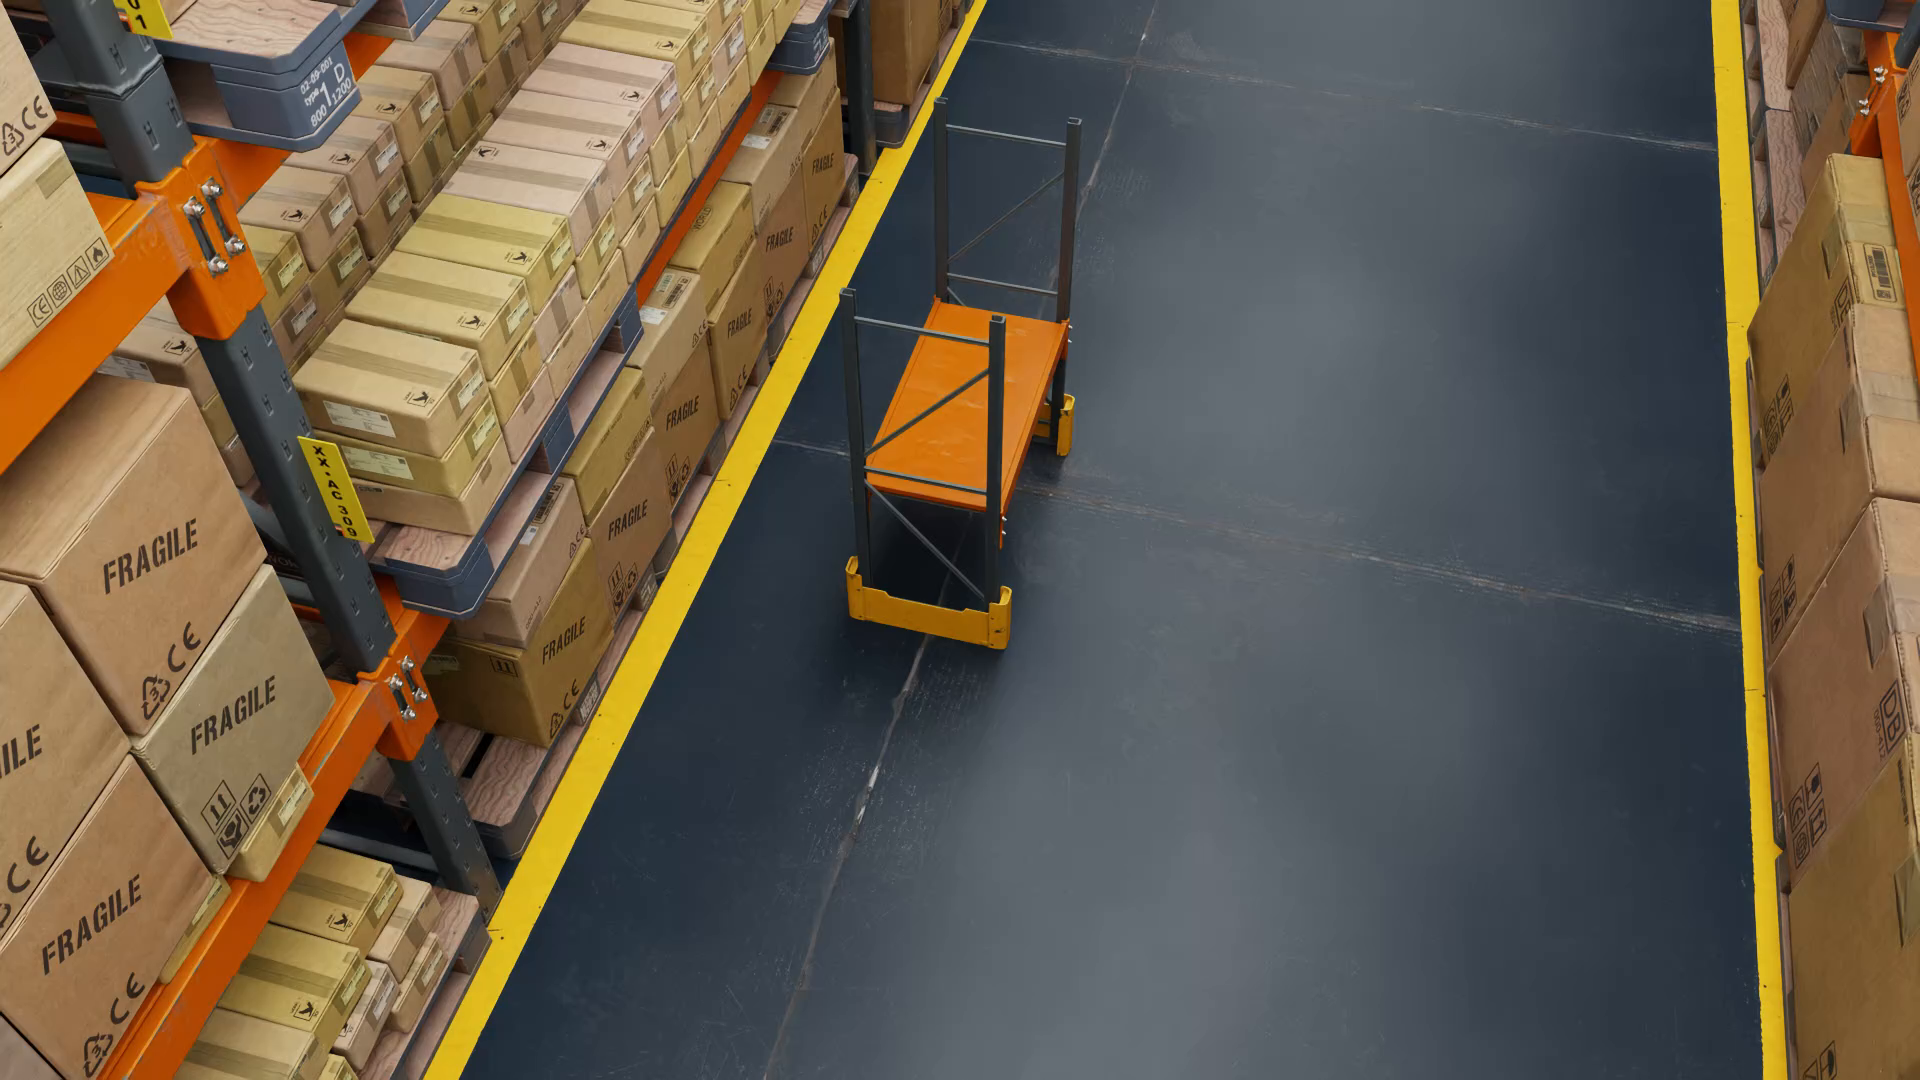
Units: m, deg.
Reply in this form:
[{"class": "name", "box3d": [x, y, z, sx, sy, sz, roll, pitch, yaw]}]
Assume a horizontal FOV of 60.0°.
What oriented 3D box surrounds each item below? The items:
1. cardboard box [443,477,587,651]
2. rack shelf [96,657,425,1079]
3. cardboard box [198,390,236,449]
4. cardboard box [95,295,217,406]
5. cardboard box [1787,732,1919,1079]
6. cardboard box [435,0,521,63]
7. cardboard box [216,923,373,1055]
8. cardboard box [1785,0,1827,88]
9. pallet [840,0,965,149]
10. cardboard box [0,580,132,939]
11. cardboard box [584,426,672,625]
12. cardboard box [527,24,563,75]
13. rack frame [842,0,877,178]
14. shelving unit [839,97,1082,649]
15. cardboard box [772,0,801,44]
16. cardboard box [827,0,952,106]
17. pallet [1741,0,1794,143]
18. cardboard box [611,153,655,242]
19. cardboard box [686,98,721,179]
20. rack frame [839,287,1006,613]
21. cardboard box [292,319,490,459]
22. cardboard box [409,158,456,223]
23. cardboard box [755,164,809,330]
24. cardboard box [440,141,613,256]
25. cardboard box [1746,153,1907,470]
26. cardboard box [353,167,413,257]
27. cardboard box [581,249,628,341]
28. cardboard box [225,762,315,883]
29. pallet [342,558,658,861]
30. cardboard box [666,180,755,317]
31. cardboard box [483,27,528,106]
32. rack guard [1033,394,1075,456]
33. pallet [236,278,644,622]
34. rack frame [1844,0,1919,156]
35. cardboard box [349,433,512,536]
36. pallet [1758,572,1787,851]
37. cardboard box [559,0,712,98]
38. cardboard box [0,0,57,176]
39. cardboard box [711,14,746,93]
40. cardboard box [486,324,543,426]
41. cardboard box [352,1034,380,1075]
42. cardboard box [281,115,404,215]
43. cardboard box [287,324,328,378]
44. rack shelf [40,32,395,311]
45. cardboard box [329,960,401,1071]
[{"class": "cardboard box", "box3d": [-1.491, 0.032, 5.108, 0.500, 0.250, 0.500, 10, 49, 8]}, {"class": "rack shelf", "box3d": [-2.466, 1.759, 3.177, 1.077, 0.370, 4.000, 12, 50, 10]}, {"class": "cardboard box", "box3d": [-2.026, -0.407, 4.297, 0.380, 0.149, 0.250, 13, 50, 11]}, {"class": "cardboard box", "box3d": [-2.023, -0.507, 4.188, 0.380, 0.149, 0.250, 14, 50, 12]}, {"class": "cardboard box", "box3d": [2.968, 1.223, 4.307, 1.225, 0.875, 0.875, 12, 50, 10]}, {"class": "cardboard box", "box3d": [-1.609, -1.645, 5.192, 0.380, 0.149, 0.250, 11, 49, 10]}, {"class": "cardboard box", "box3d": [-1.811, 1.183, 4.430, 0.380, 0.149, 0.250, 12, 50, 11]}, {"class": "cardboard box", "box3d": [4.305, -2.389, 7.732, 0.700, 0.500, 0.500, 15, 50, 13]}, {"class": "pallet", "box3d": [-0.607, -2.452, 8.273, 1.003, 0.211, 1.213, 12, 50, 10]}, {"class": "cardboard box", "box3d": [-1.934, 0.380, 2.982, 0.500, 0.500, 0.500, 10, 49, 9]}, {"class": "cardboard box", "box3d": [-1.352, -0.103, 5.727, 0.500, 0.500, 0.500, 14, 50, 12]}, {"class": "cardboard box", "box3d": [-1.547, -1.632, 5.577, 0.380, 0.149, 0.250, 12, 50, 11]}, {"class": "rack frame", "box3d": [-0.887, -2.819, 6.737, 1.000, 3.000, 0.127, 12, 50, 10]}, {"class": "shelving unit", "box3d": [0.020, -0.551, 5.736, 0.587, 1.500, 1.083, 12, 50, 10]}, {"class": "cardboard box", "box3d": [-0.777, -1.882, 5.798, 0.380, 0.149, 0.250, 11, 49, 10]}, {"class": "cardboard box", "box3d": [-0.640, -2.636, 7.796, 1.050, 0.750, 0.750, 11, 49, 10]}, {"class": "pallet", "box3d": [4.401, -2.289, 8.129, 1.003, 0.211, 1.213, 12, 50, 10]}, {"class": "cardboard box", "box3d": [-1.122, -1.033, 4.850, 0.380, 0.149, 0.250, 13, 50, 12]}, {"class": "cardboard box", "box3d": [-0.985, -1.303, 5.287, 0.380, 0.149, 0.250, 10, 49, 8]}, {"class": "rack frame", "box3d": [-0.111, -0.190, 5.418, 0.500, 1.500, 0.032, 12, 50, 10]}, {"class": "cardboard box", "box3d": [-1.393, -0.373, 4.069, 0.380, 0.149, 0.250, 14, 50, 12]}, {"class": "cardboard box", "box3d": [-1.757, -1.059, 5.072, 0.380, 0.149, 0.250, 10, 49, 8]}, {"class": "cardboard box", "box3d": [-0.948, -1.228, 6.721, 0.500, 0.500, 0.500, 13, 50, 12]}, {"class": "cardboard box", "box3d": [-1.187, -0.941, 4.570, 0.380, 0.149, 0.250, 11, 49, 10]}, {"class": "cardboard box", "box3d": [3.670, -0.708, 6.011, 1.225, 0.875, 0.875, 9, 49, 8]}, {"class": "cardboard box", "box3d": [-1.822, -0.975, 4.799, 0.380, 0.149, 0.250, 10, 49, 9]}, {"class": "cardboard box", "box3d": [-1.189, -0.739, 4.789, 0.380, 0.149, 0.250, 12, 50, 10]}, {"class": "cardboard box", "box3d": [-1.752, 0.618, 3.872, 0.380, 0.149, 0.250, 10, 49, 9]}, {"class": "pallet", "box3d": [-1.736, 0.434, 5.727, 1.003, 0.211, 1.213, 12, 50, 10]}, {"class": "cardboard box", "box3d": [-1.086, -1.101, 6.108, 0.500, 0.250, 0.500, 13, 50, 11]}, {"class": "cardboard box", "box3d": [-1.613, -1.536, 5.294, 0.380, 0.149, 0.250, 13, 50, 11]}, {"class": "rack guard", "box3d": [0.151, -0.498, 6.523, 0.587, 0.250, 0.087, 12, 50, 10]}, {"class": "pallet", "box3d": [-1.598, -0.386, 4.718, 1.003, 0.211, 1.213, 12, 50, 10]}, {"class": "rack frame", "box3d": [3.871, -1.767, 5.809, 1.000, 3.000, 0.127, 12, 50, 10]}, {"class": "cardboard box", "box3d": [-1.393, -0.176, 4.292, 0.380, 0.149, 0.250, 9, 49, 8]}, {"class": "pallet", "box3d": [3.268, 0.591, 5.588, 1.003, 0.211, 1.213, 12, 50, 10]}, {"class": "cardboard box", "box3d": [-0.986, -1.504, 5.067, 0.380, 0.149, 0.250, 13, 50, 11]}, {"class": "cardboard box", "box3d": [-1.816, -0.650, 2.589, 0.500, 0.250, 0.500, 9, 49, 8]}, {"class": "cardboard box", "box3d": [-0.915, -1.593, 5.344, 0.380, 0.149, 0.250, 13, 50, 11]}, {"class": "cardboard box", "box3d": [-1.326, -0.462, 4.346, 0.380, 0.149, 0.250, 11, 49, 9]}, {"class": "cardboard box", "box3d": [-1.864, 1.401, 4.634, 0.380, 0.149, 0.250, 13, 50, 11]}, {"class": "cardboard box", "box3d": [-1.814, -1.078, 4.692, 0.380, 0.149, 0.250, 11, 50, 10]}, {"class": "cardboard box", "box3d": [-1.959, -0.496, 4.575, 0.380, 0.149, 0.250, 12, 50, 10]}, {"class": "rack shelf", "box3d": [-1.414, -2.127, 4.606, 1.077, 0.370, 4.000, 12, 50, 10]}, {"class": "cardboard box", "box3d": [-1.775, 1.269, 4.552, 0.380, 0.149, 0.250, 9, 49, 8]}]
